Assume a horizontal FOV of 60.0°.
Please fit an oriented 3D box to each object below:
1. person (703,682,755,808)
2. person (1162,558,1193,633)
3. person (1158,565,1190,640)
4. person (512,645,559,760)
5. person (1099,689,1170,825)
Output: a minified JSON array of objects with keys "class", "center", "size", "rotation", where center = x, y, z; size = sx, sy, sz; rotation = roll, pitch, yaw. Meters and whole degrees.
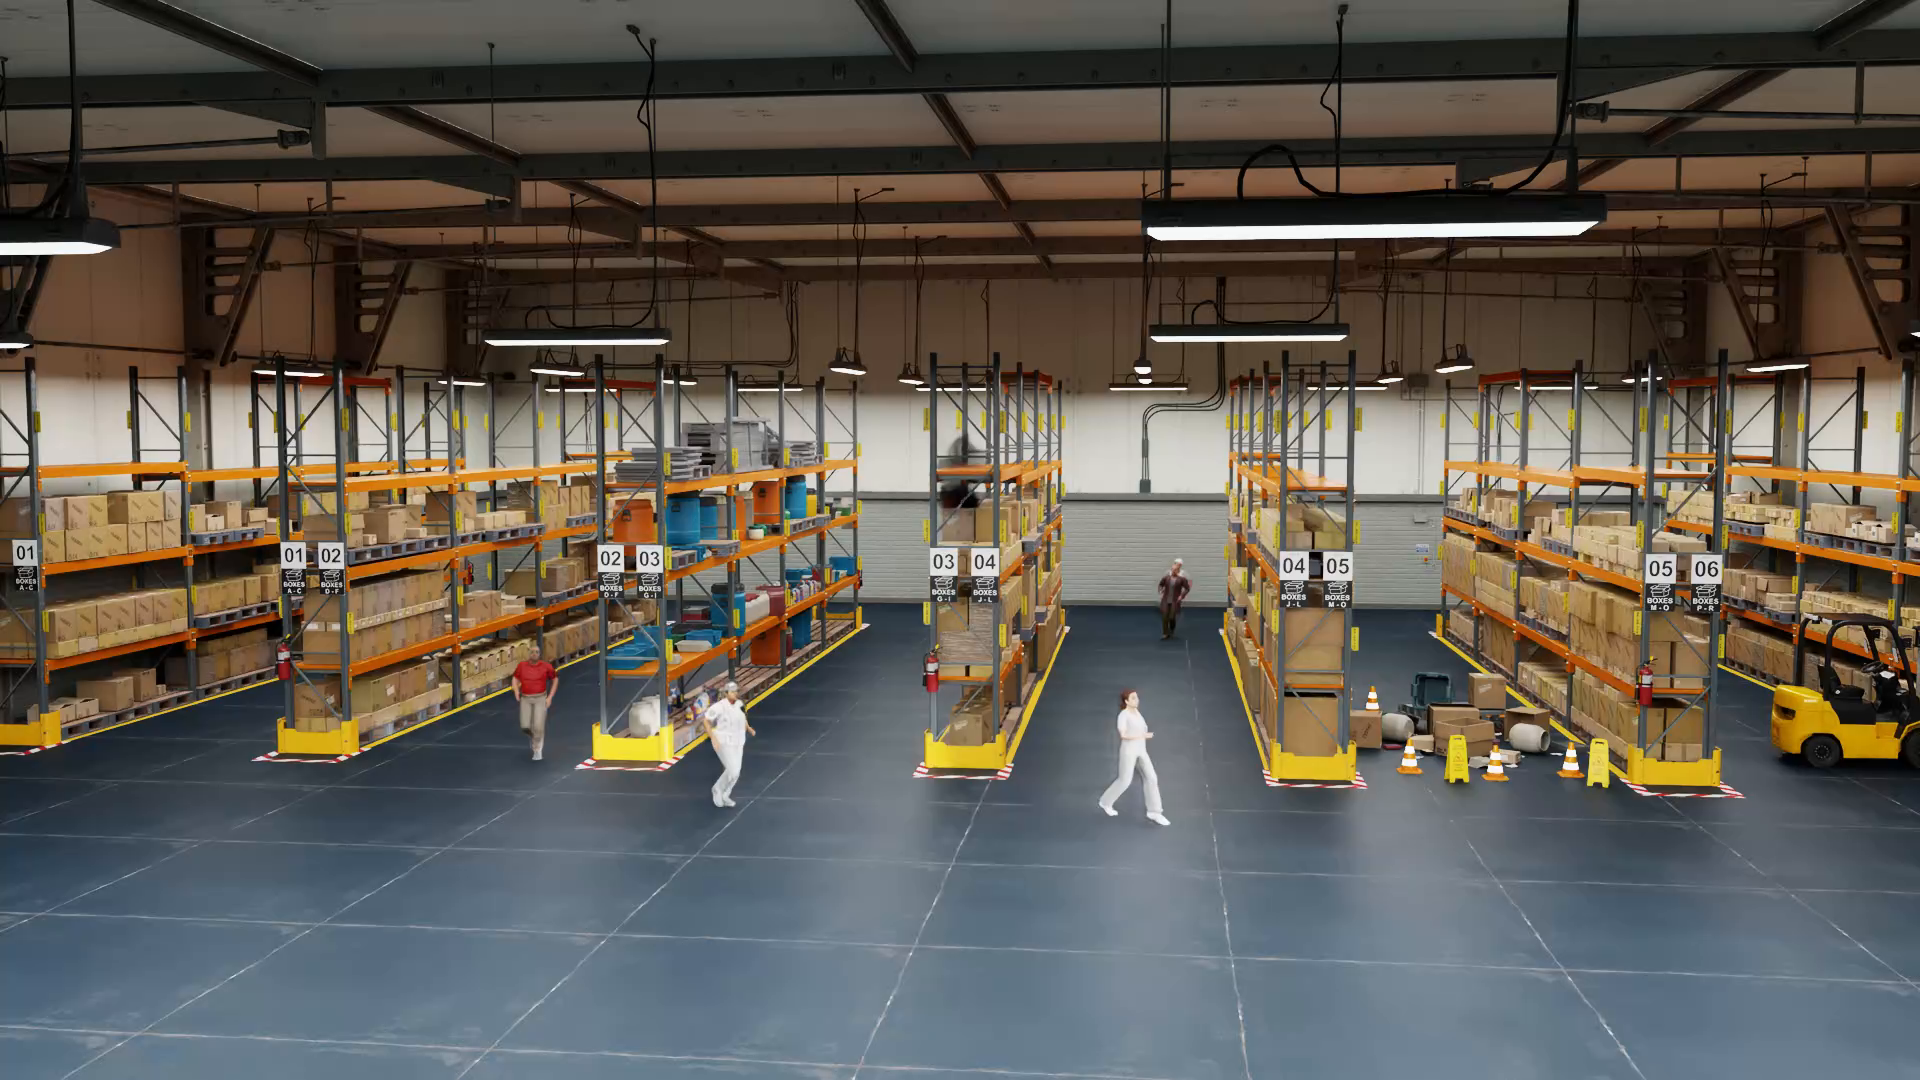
[{"class":"person","center":[-2.957,2.656,21.600],"size":[0.585,1.636,0.612],"rotation":[3,5,38]},{"class":"person","center":[5.129,1.320,39.604],"size":[0.736,1.787,0.647],"rotation":[3,5,34]},{"class":"person","center":[4.892,1.438,38.299],"size":[0.732,1.725,0.673],"rotation":[2,4,21]},{"class":"person","center":[-6.358,2.415,24.852],"size":[0.695,1.697,0.549],"rotation":[0,4,-1]},{"class":"person","center":[2.181,2.689,20.821],"size":[0.965,1.668,0.572],"rotation":[4,5,41]}]
